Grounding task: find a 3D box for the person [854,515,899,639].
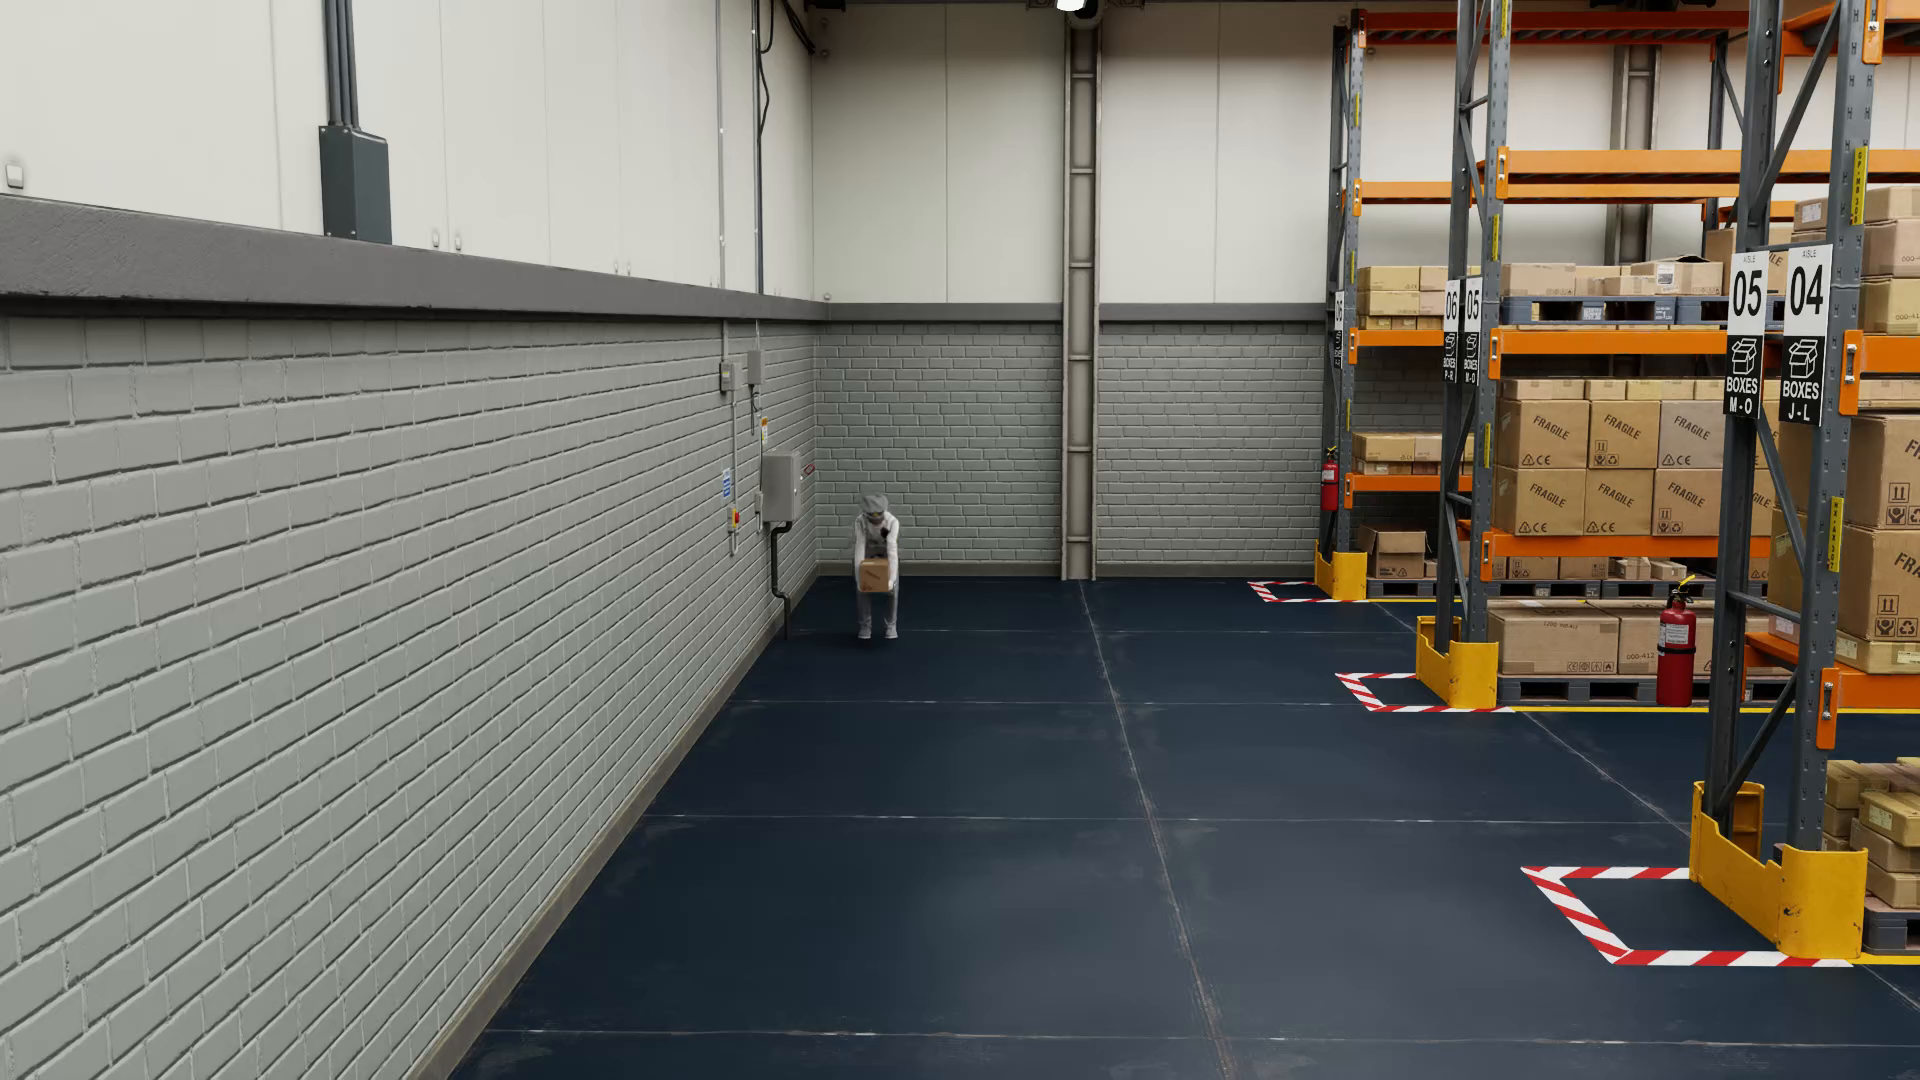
[{"bbox_3d":[-0.751,0.353,15.163,0.401,1.127,0.641,0,7,0],"label":"person"}]
